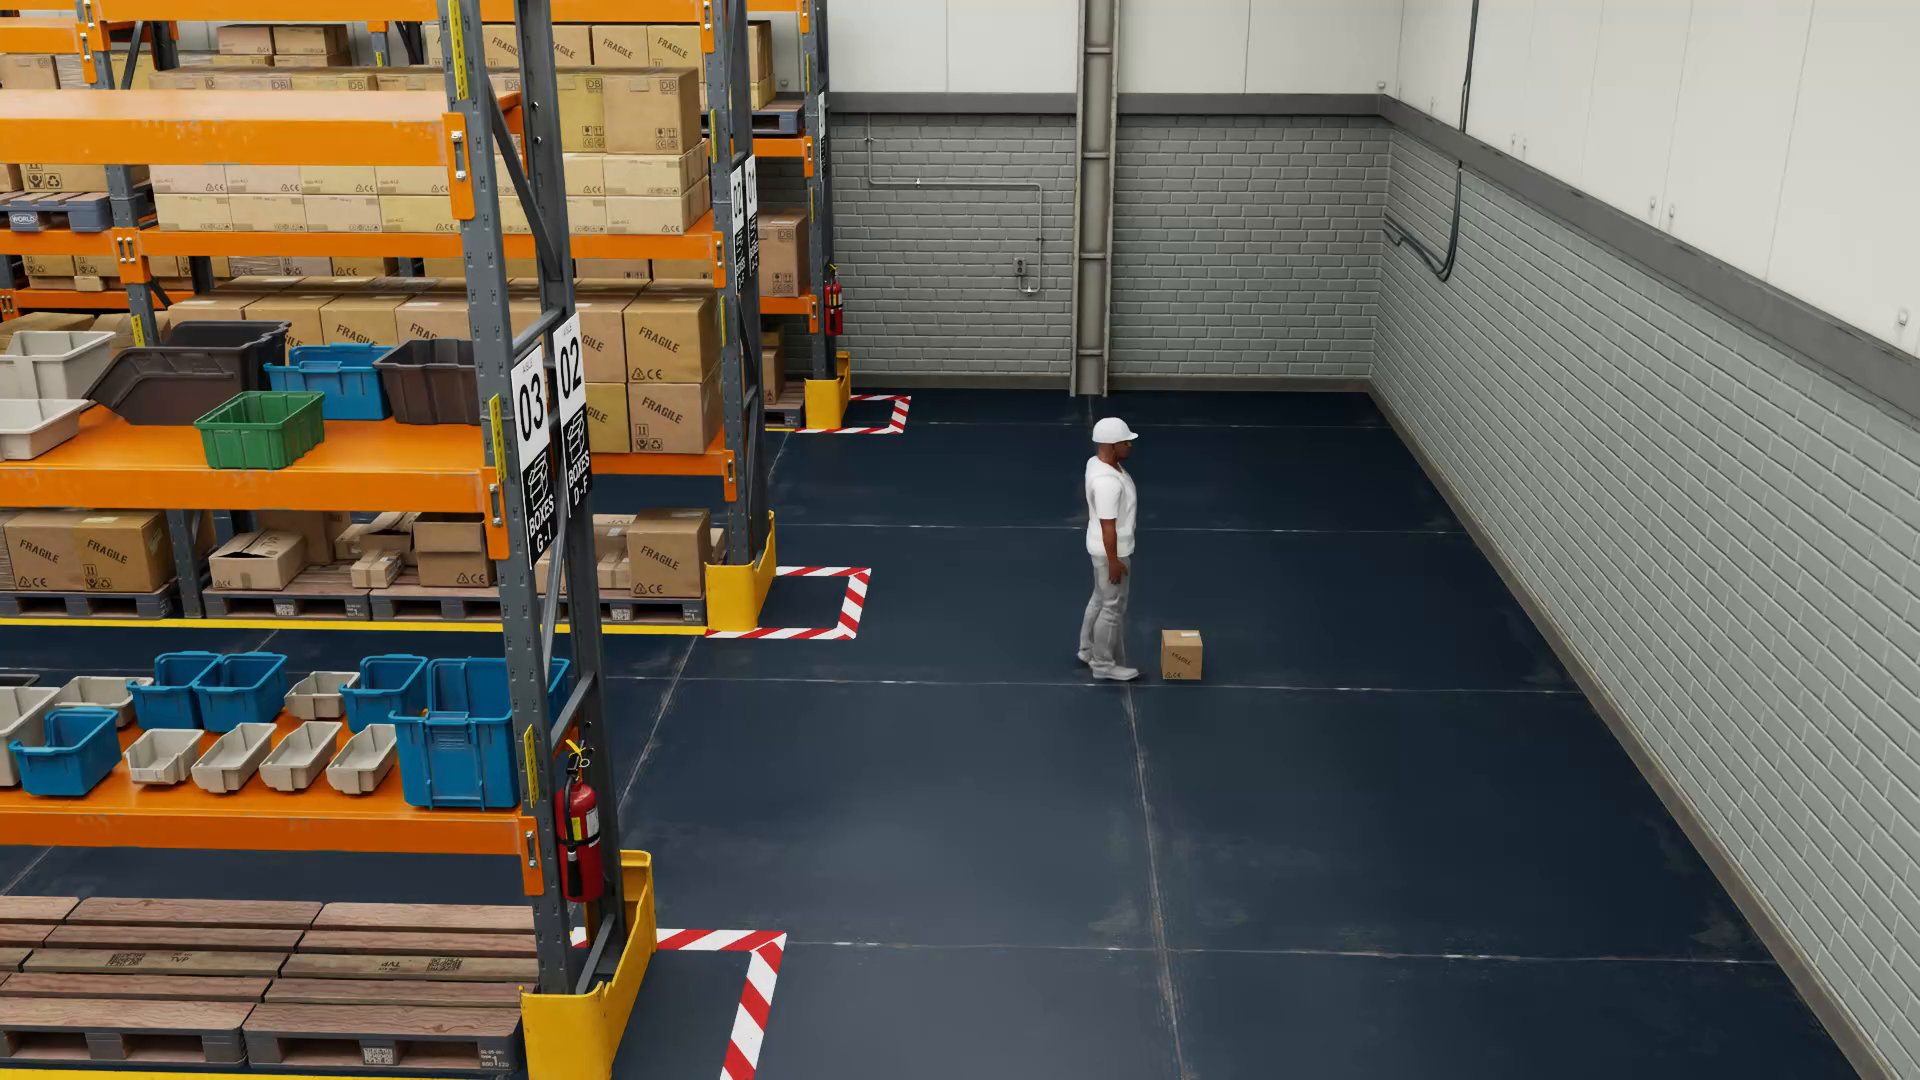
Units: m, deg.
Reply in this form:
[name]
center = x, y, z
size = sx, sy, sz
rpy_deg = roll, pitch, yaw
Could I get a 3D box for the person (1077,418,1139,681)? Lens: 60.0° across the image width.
[person]
center = 0.995, 0.094, 10.921
size = 0.406, 1.849, 0.567
rpy_deg = 1, 21, 3
